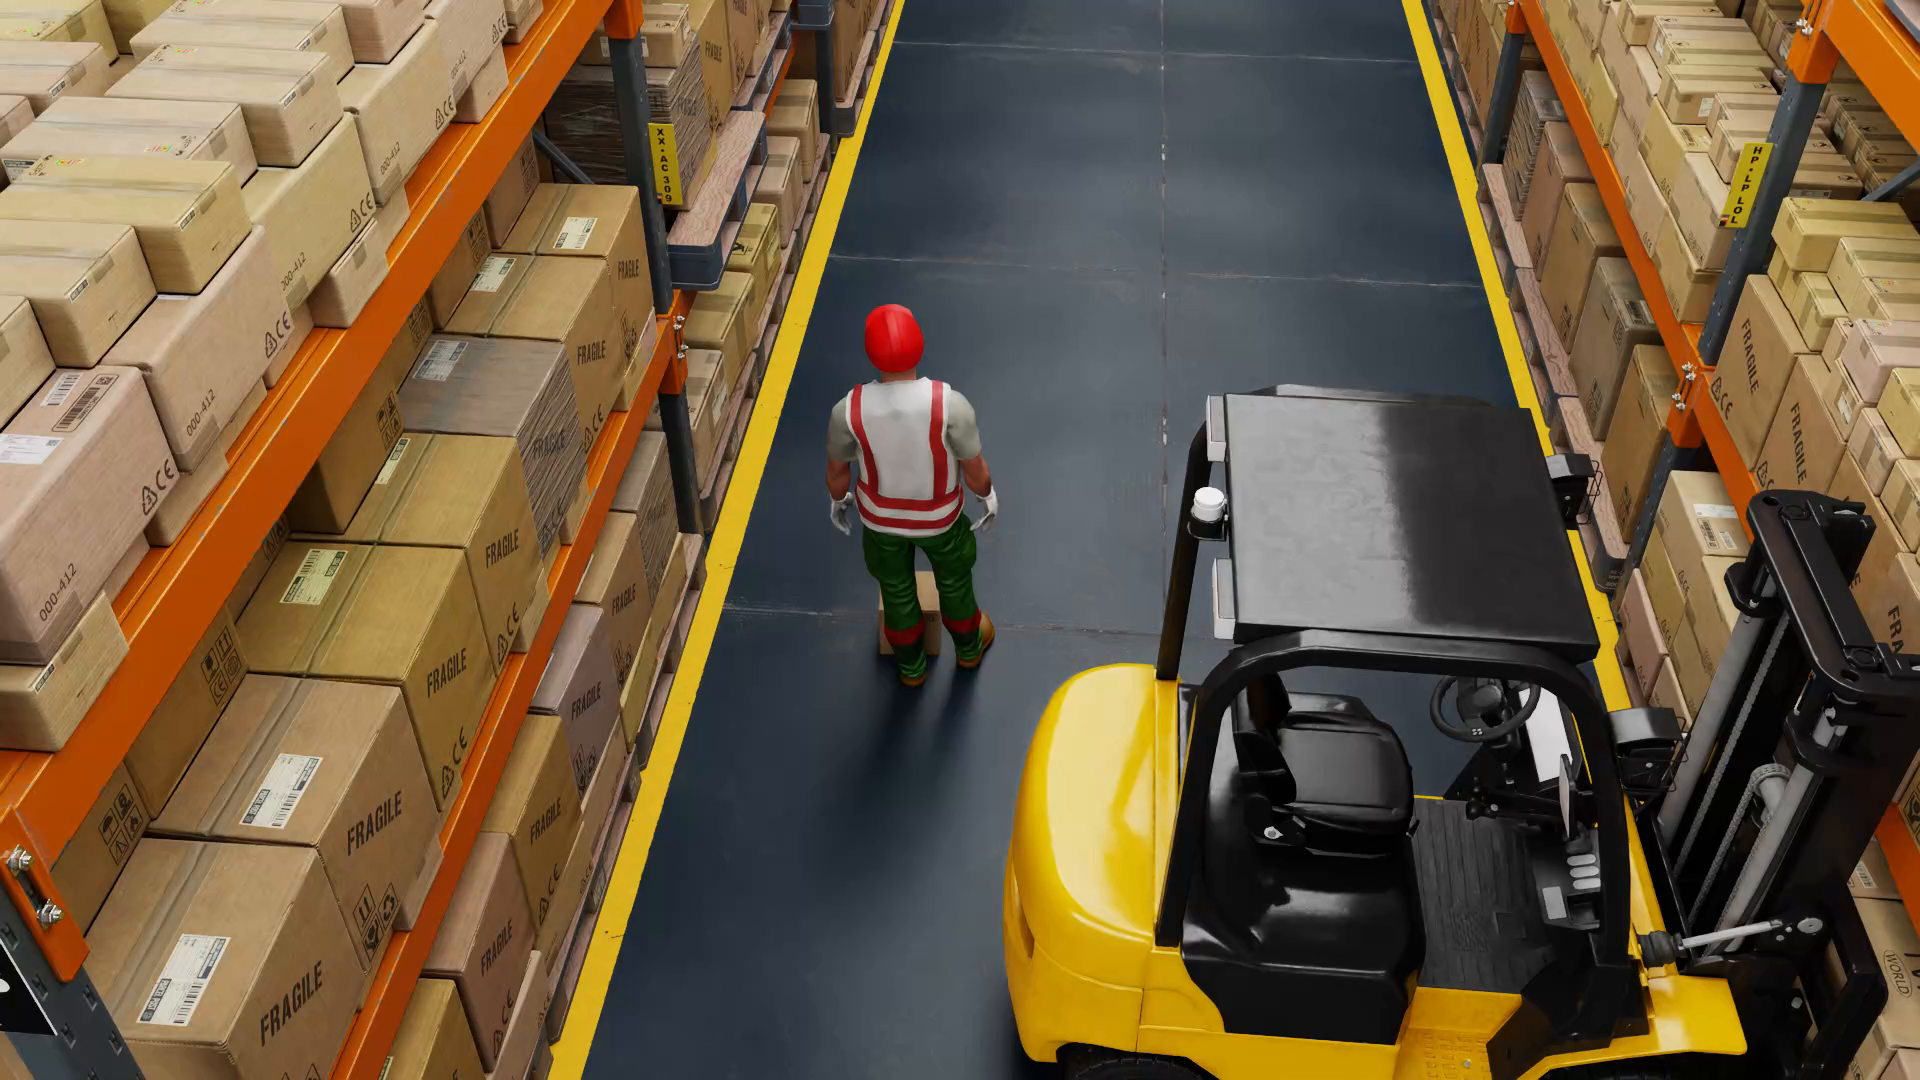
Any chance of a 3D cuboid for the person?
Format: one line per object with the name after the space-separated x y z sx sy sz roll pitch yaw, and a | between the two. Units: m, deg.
-0.172 -0.168 6.325 0.638 1.787 0.565 2 40 2 | person
